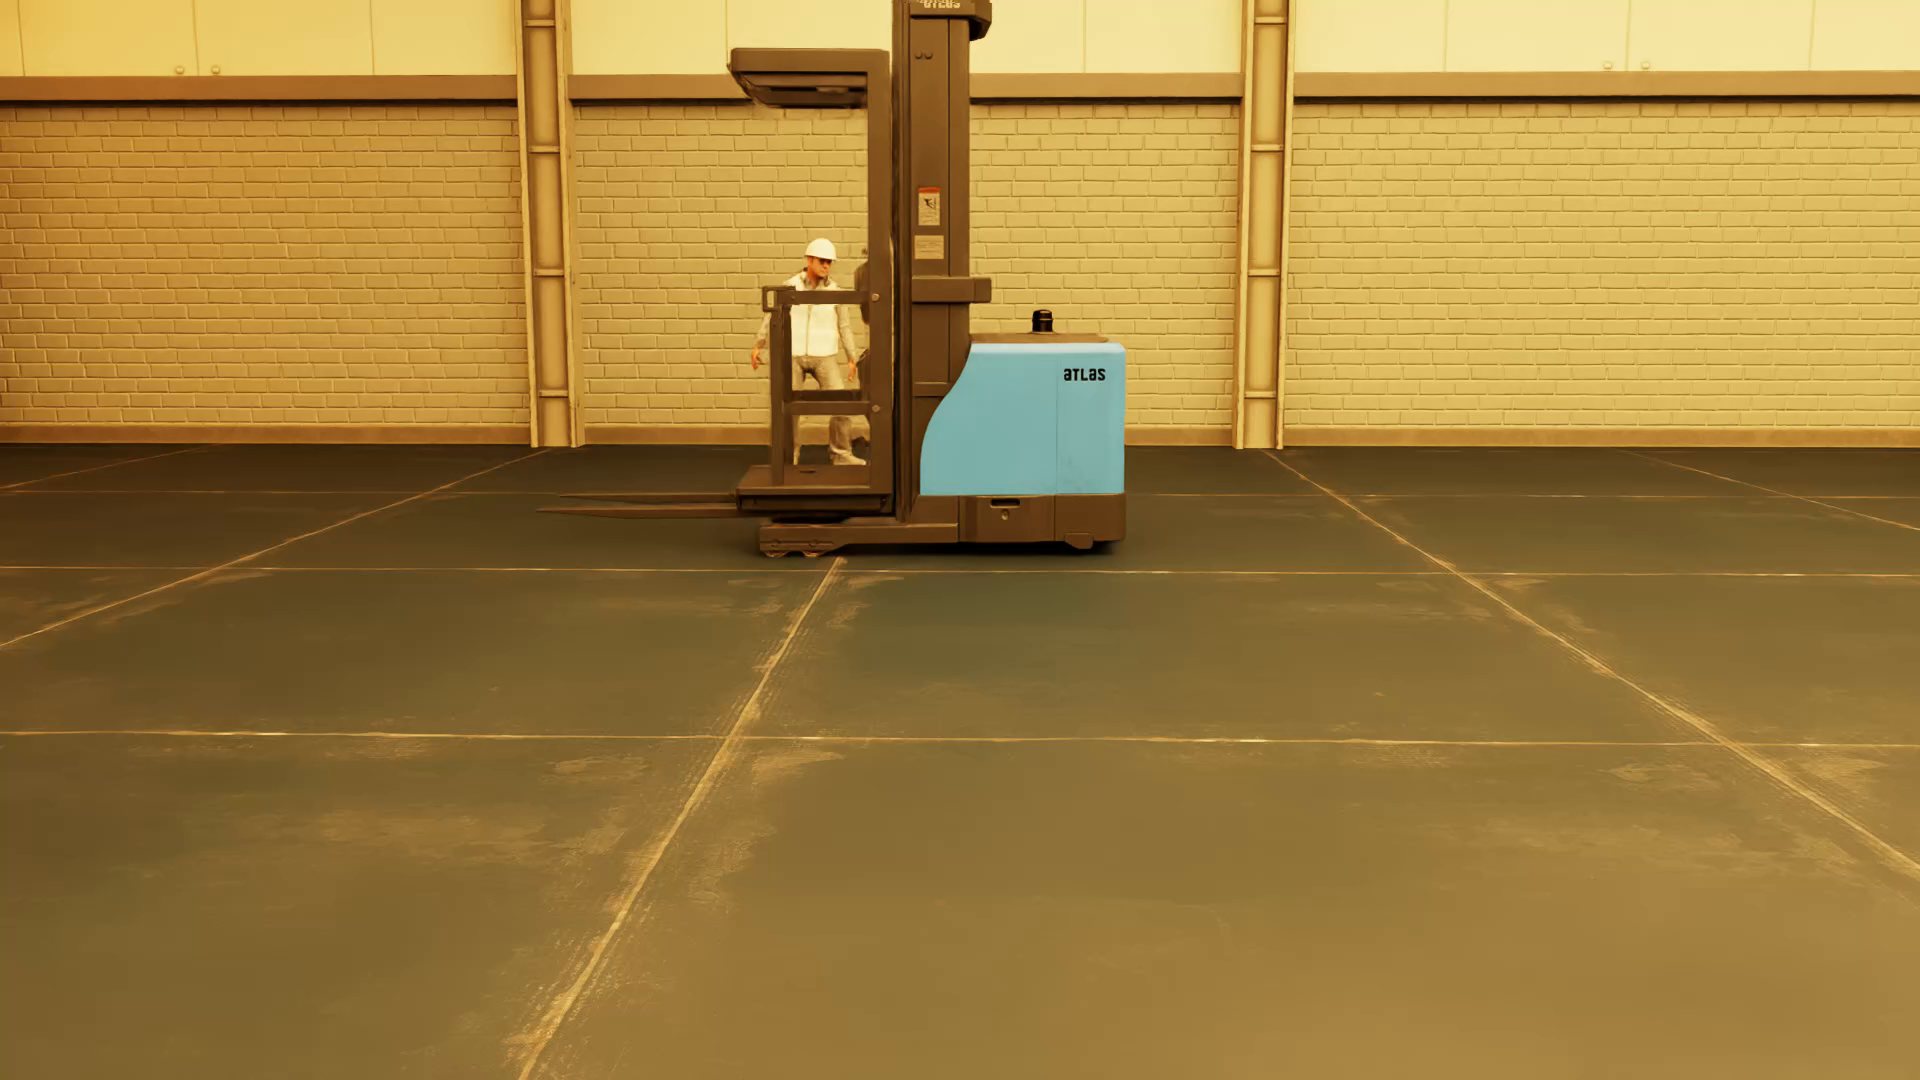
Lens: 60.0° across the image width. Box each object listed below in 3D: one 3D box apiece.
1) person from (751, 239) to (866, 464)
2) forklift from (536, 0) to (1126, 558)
[{"bbox_3d":[-1.141,-1.374,12.497,0.871,1.752,0.480,0,9,-2],"label":"person"},{"bbox_3d":[-0.679,-1.441,8.731,3.031,2.935,1.130,0,9,-3],"label":"forklift"}]
